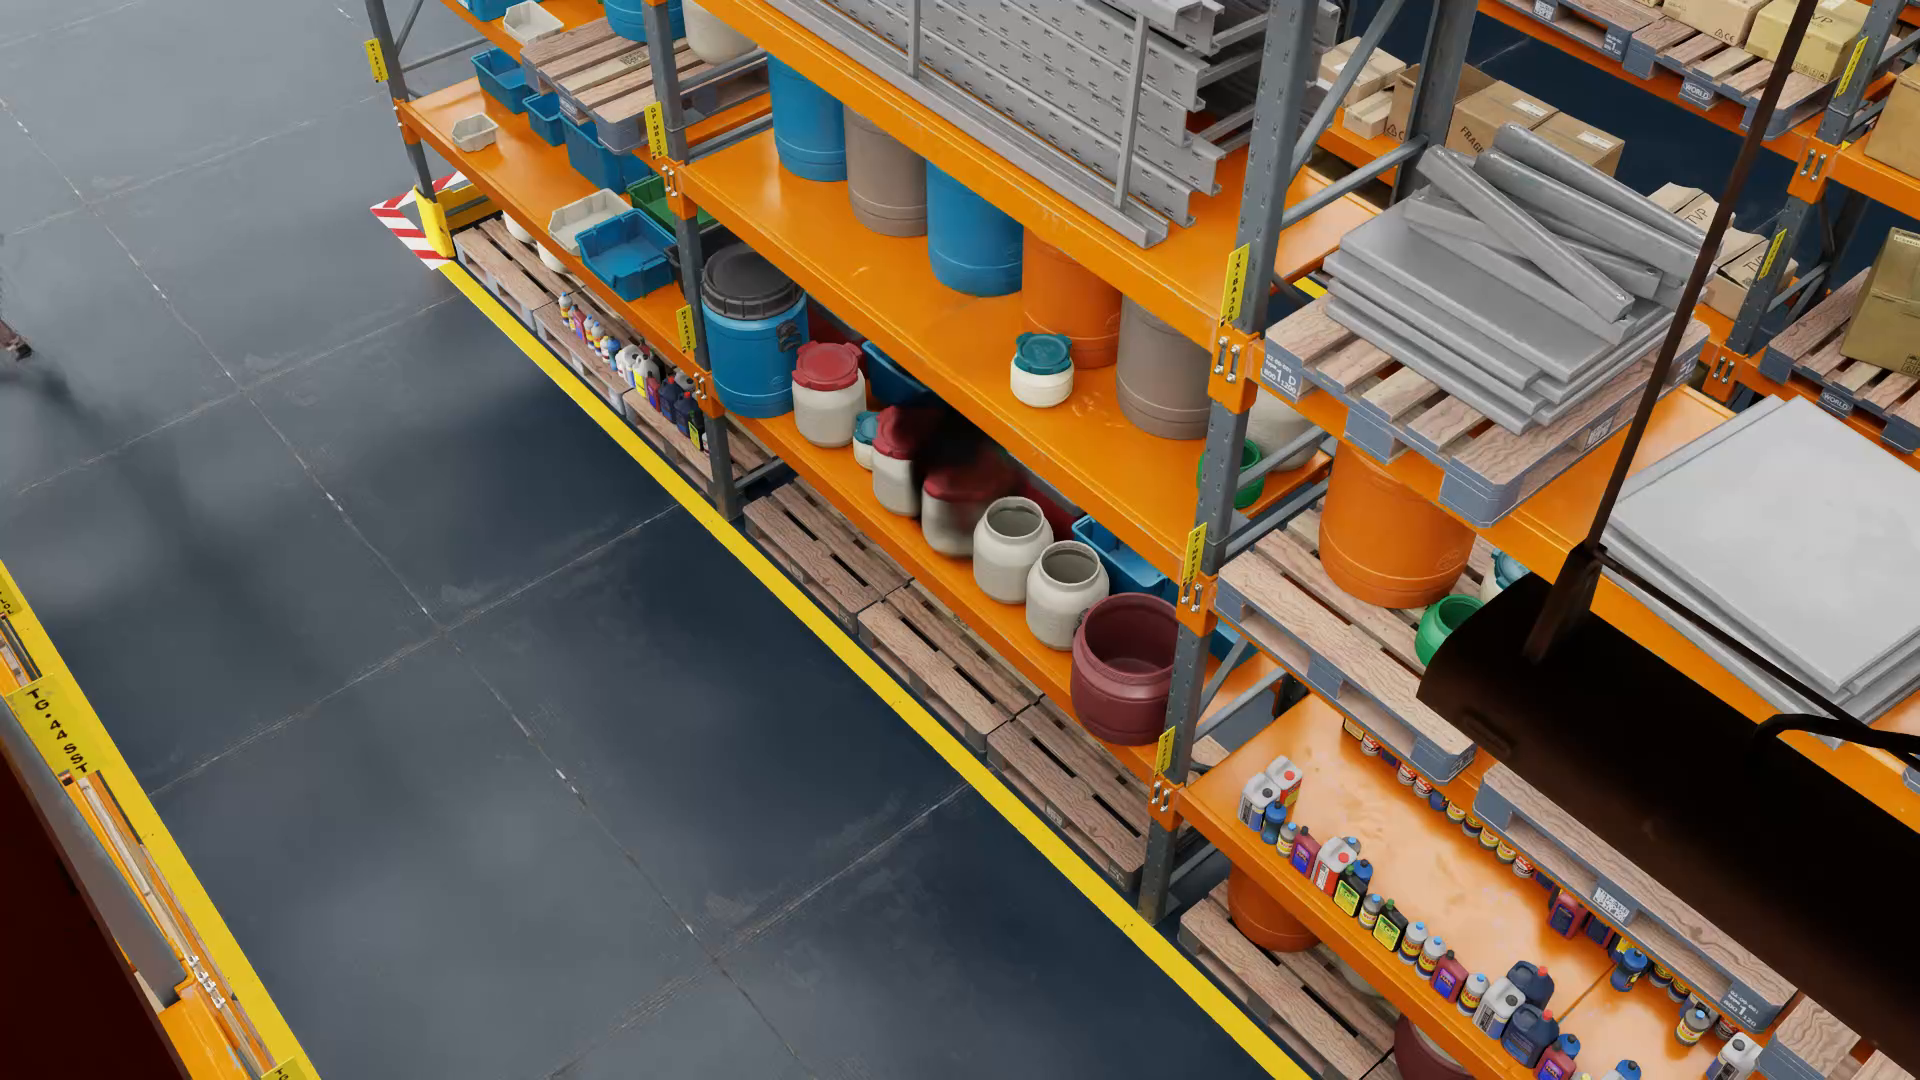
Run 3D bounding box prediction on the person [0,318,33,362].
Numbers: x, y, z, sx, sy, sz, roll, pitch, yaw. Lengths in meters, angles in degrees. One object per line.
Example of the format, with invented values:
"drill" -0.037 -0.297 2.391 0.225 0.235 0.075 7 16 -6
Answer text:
"person" -7.163 -1.797 11.542 0.978 1.619 0.702 17 49 15
